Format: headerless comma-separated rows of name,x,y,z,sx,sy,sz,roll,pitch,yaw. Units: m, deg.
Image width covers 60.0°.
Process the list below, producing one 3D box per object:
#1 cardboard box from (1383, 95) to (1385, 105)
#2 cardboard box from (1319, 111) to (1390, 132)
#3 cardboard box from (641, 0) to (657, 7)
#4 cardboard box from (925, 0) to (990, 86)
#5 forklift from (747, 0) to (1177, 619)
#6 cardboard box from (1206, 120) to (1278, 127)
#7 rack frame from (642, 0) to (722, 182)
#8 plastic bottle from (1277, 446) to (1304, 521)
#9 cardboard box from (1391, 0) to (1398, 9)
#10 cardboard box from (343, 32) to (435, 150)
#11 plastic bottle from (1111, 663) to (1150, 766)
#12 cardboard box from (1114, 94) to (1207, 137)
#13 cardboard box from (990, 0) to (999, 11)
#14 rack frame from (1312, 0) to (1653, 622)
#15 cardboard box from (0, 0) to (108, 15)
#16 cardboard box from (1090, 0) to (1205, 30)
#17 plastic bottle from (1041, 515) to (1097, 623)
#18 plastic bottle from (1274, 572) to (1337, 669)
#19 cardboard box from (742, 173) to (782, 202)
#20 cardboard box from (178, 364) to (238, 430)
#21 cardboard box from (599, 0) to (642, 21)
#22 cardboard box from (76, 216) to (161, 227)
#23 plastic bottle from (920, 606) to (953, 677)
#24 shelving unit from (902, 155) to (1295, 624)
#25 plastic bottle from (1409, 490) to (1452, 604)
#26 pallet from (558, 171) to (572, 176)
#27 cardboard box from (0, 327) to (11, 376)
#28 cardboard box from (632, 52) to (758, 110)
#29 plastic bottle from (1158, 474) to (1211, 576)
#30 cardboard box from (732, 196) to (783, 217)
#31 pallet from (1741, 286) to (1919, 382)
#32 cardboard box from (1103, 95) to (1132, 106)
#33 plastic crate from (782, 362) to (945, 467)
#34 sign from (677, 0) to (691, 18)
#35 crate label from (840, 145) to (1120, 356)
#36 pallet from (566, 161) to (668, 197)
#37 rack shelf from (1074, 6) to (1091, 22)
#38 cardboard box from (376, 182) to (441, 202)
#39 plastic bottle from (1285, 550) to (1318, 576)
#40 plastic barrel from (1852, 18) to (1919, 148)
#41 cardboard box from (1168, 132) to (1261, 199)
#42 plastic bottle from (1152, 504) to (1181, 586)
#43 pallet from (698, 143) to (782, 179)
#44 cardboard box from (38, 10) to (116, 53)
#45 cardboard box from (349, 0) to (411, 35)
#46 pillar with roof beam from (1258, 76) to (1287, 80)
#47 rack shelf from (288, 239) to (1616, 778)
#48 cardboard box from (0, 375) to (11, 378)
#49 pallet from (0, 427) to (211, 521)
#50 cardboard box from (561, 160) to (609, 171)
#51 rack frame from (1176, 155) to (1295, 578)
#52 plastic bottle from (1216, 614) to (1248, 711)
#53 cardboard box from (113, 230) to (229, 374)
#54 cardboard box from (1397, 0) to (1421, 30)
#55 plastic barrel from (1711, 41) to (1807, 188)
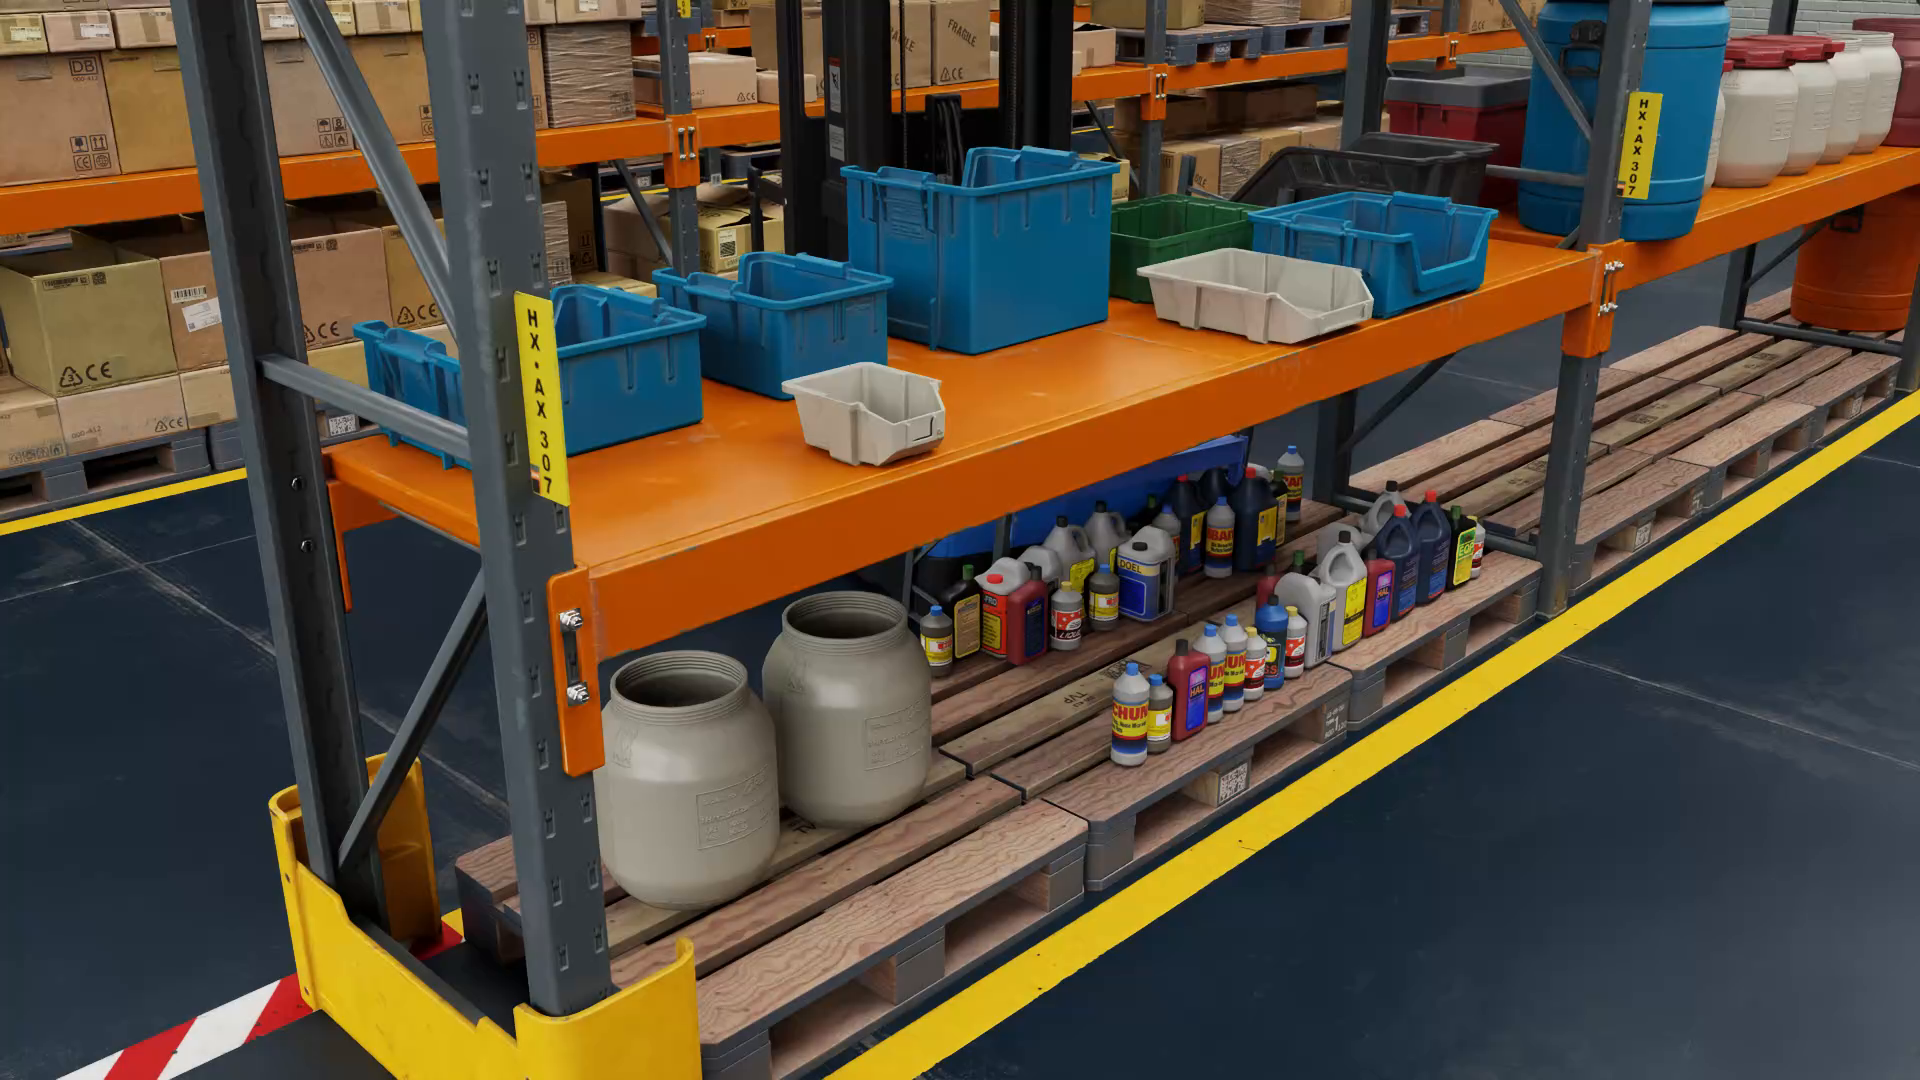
cardboard box,3.982,-3.807,15.170,0.500,0.500,0.500,19,28,41
cardboard box,3.298,-3.266,13.763,0.500,0.500,0.500,19,28,41
cardboard box,-2.875,-4.891,14.365,0.700,0.500,0.500,15,26,35
cardboard box,-0.161,-3.134,10.409,0.500,0.500,0.500,17,27,38
forklift,-0.261,-1.572,6.578,1.130,2.935,3.031,-9,23,-23
cardboard box,2.205,-3.130,13.409,0.500,0.500,0.500,18,27,39
rack frame,-2.554,-4.762,14.783,1.000,3.000,0.127,19,28,41
plastic bottle,1.217,-0.214,6.140,0.097,0.271,0.097,0,21,0
cardboard box,3.297,-4.728,13.970,0.700,0.500,0.500,9,23,23
cardboard box,-2.814,-2.161,7.876,0.500,0.500,0.700,-20,28,-41
plastic bottle,0.451,0.454,4.402,0.097,0.271,0.097,0,21,0
cardboard box,1.518,-3.226,12.614,0.500,0.250,0.500,-19,28,-40
cardboard box,0.203,-5.524,17.089,0.380,0.149,0.250,20,28,41
rack frame,1.754,-1.254,5.657,1.000,3.000,0.127,19,28,41
cardboard box,-3.848,-2.386,6.653,0.700,0.500,0.500,18,28,39
cardboard box,1.356,-3.956,11.961,0.700,0.500,0.500,9,23,23
plastic bottle,0.335,0.086,5.248,0.185,0.351,0.144,-19,28,-40
plastic bottle,1.036,0.223,4.998,0.135,0.276,0.152,-20,28,-41
cardboard box,-1.007,-2.108,10.344,0.500,0.311,0.500,19,28,40
cardboard box,-3.354,-0.719,7.512,0.500,0.250,0.500,19,28,41
cardboard box,-1.829,-2.721,8.429,0.380,0.149,0.250,19,28,41
cardboard box,-6.040,-2.496,11.757,0.500,0.500,0.500,17,27,37
plastic bottle,-0.070,0.293,4.918,0.097,0.201,0.097,0,21,0
shelving unit,0.433,-0.435,5.487,1.048,1.500,0.538,-13,31,-34
plastic bottle,1.511,0.015,5.435,0.144,0.351,0.185,18,28,39
pallet,-3.951,-2.948,13.950,1.003,0.211,1.213,19,28,41
cardboard box,-4.422,-0.942,7.045,0.500,0.500,0.500,19,28,41
cardboard box,-1.481,-2.562,9.269,0.500,0.250,0.500,-18,27,-39
plastic bottle,0.762,-0.071,5.657,0.144,0.351,0.185,18,27,38
cardboard box,-0.973,-1.840,9.648,0.500,0.311,0.500,19,28,40
pallet,5.064,-1.194,9.387,1.003,0.211,1.213,19,28,41
cardboard box,1.544,-5.246,18.940,0.500,0.500,0.700,-19,28,-41
plastic crate,-0.182,-0.252,3.418,0.298,0.136,0.250,19,28,41
sign,-1.394,-2.797,8.355,0.100,0.325,0.005,19,28,41
crate label,0.053,-0.783,4.382,0.502,0.435,0.616,19,28,41
pallet,-3.100,-3.260,14.762,1.003,0.211,1.213,19,28,41
rack shelf,1.632,-5.968,18.925,1.077,0.370,4.000,19,28,41
cardboard box,-2.684,-1.586,8.722,0.500,0.500,0.500,19,28,41
plastic bottle,1.060,0.159,5.152,0.061,0.283,0.133,19,28,41
plastic barrel,4.437,-2.151,7.800,0.600,0.536,0.708,19,28,41
cardboard box,1.881,-2.743,12.401,0.500,0.500,0.500,18,27,39
plastic bottle,0.686,0.013,5.549,0.097,0.271,0.097,0,21,0
pallet,-1.950,-3.644,15.761,1.003,0.211,1.213,19,28,41
cardboard box,-3.620,-2.060,6.709,0.380,0.149,0.250,19,28,40
cardboard box,-2.716,-2.395,7.581,0.250,0.149,0.380,-19,28,-41
pillar with roof beam,7.375,-9.452,18.623,9.100,9.000,0.400,19,28,41
rack shelf,0.358,-0.404,4.448,1.077,0.370,4.000,19,28,41
cardboard box,-4.421,-0.591,7.179,0.500,0.250,0.500,19,28,41
pallet,-4.080,-0.372,7.248,1.003,0.211,1.213,19,28,41
cardboard box,-3.462,-3.499,14.368,0.700,0.500,0.500,19,28,41
rack frame,0.843,-0.531,5.772,0.032,1.500,0.500,-13,31,-34
plastic bottle,0.760,0.340,4.698,0.097,0.271,0.097,0,21,0
cardboard box,-3.363,-1.072,7.385,0.500,0.500,0.500,19,28,41
cardboard box,3.953,-4.791,14.718,0.500,0.500,0.500,-20,28,-41
plastic barrel,3.090,-1.697,6.620,0.433,0.535,0.433,0,21,0
